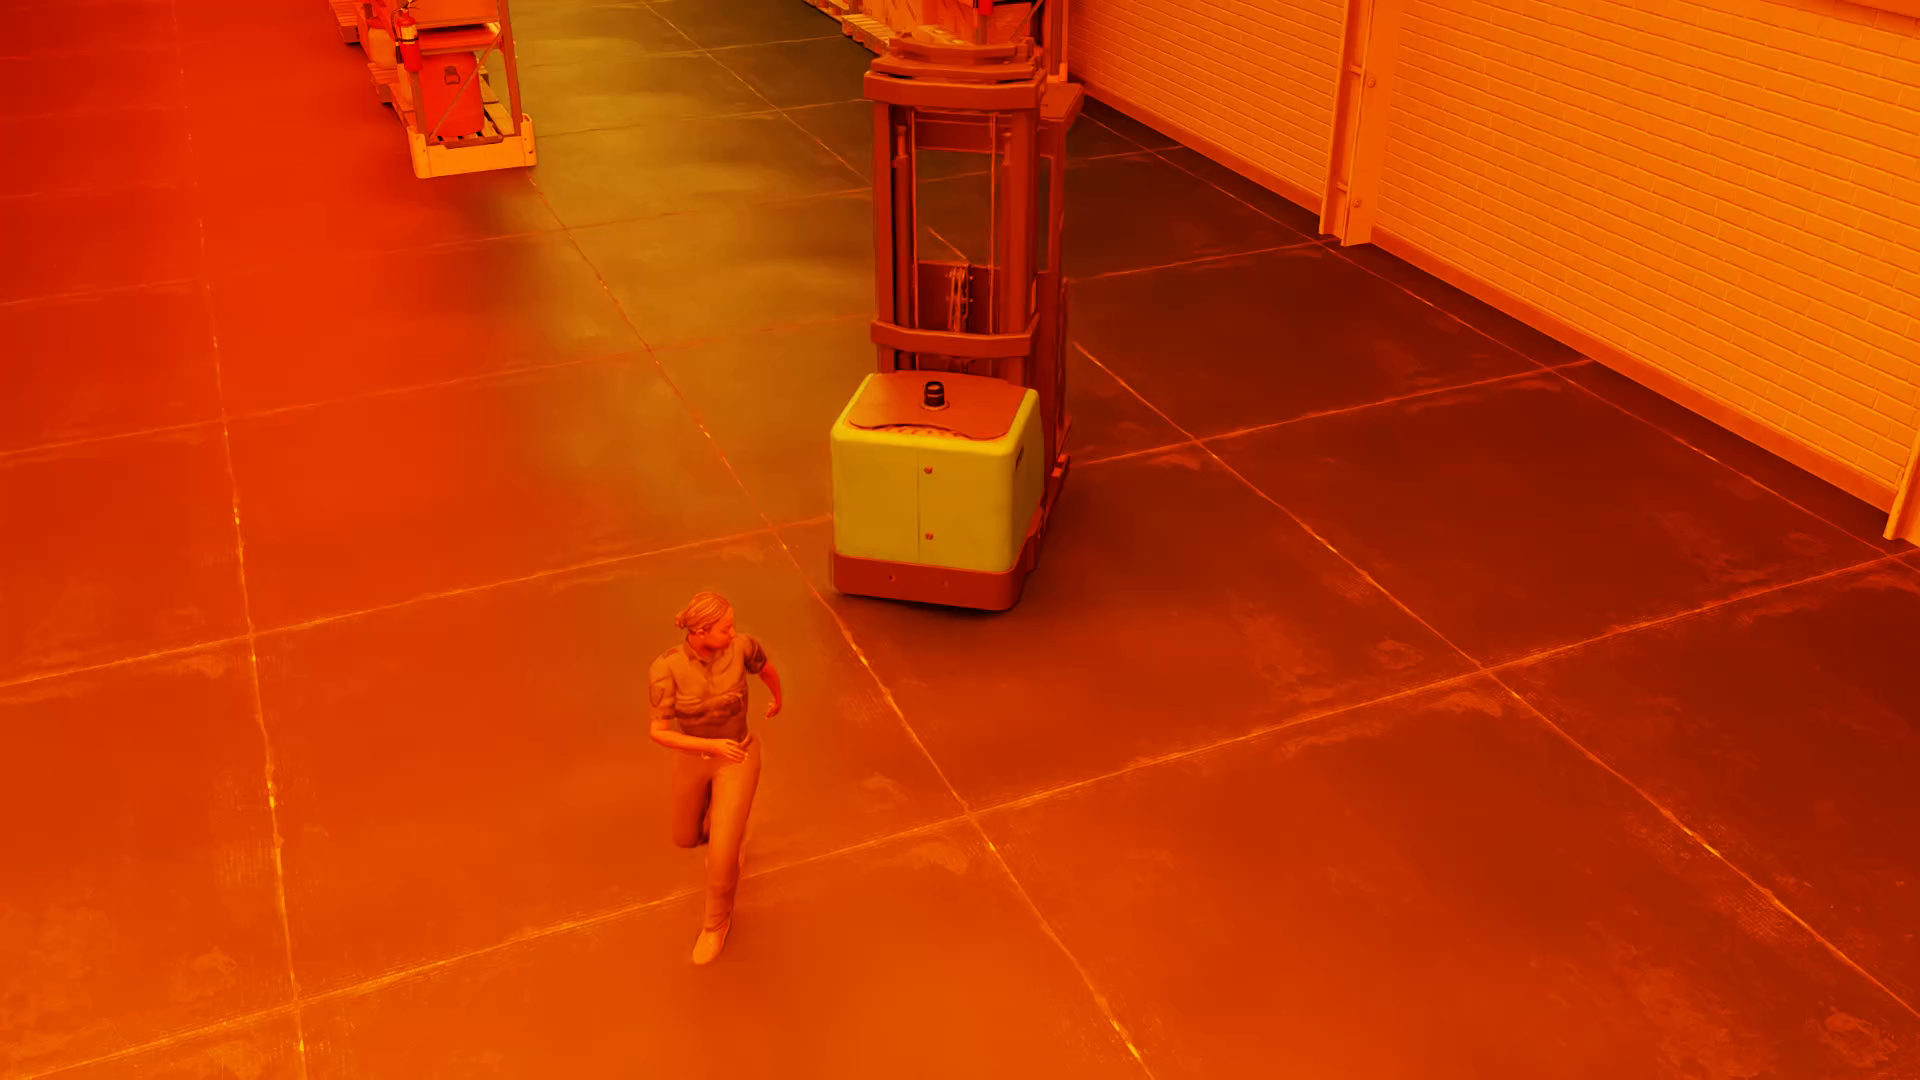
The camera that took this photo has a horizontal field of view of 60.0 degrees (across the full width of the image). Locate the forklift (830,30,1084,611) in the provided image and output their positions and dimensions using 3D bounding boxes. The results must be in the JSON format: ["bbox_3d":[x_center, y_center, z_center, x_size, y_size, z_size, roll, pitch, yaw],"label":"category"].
[{"bbox_3d":[0.098,-1.596,9.912,1.130,2.935,3.031,6,30,11],"label":"forklift"}]

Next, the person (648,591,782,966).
[{"bbox_3d":[-1.016,0.915,6.942,0.479,1.568,0.855,1,30,1],"label":"person"}]
